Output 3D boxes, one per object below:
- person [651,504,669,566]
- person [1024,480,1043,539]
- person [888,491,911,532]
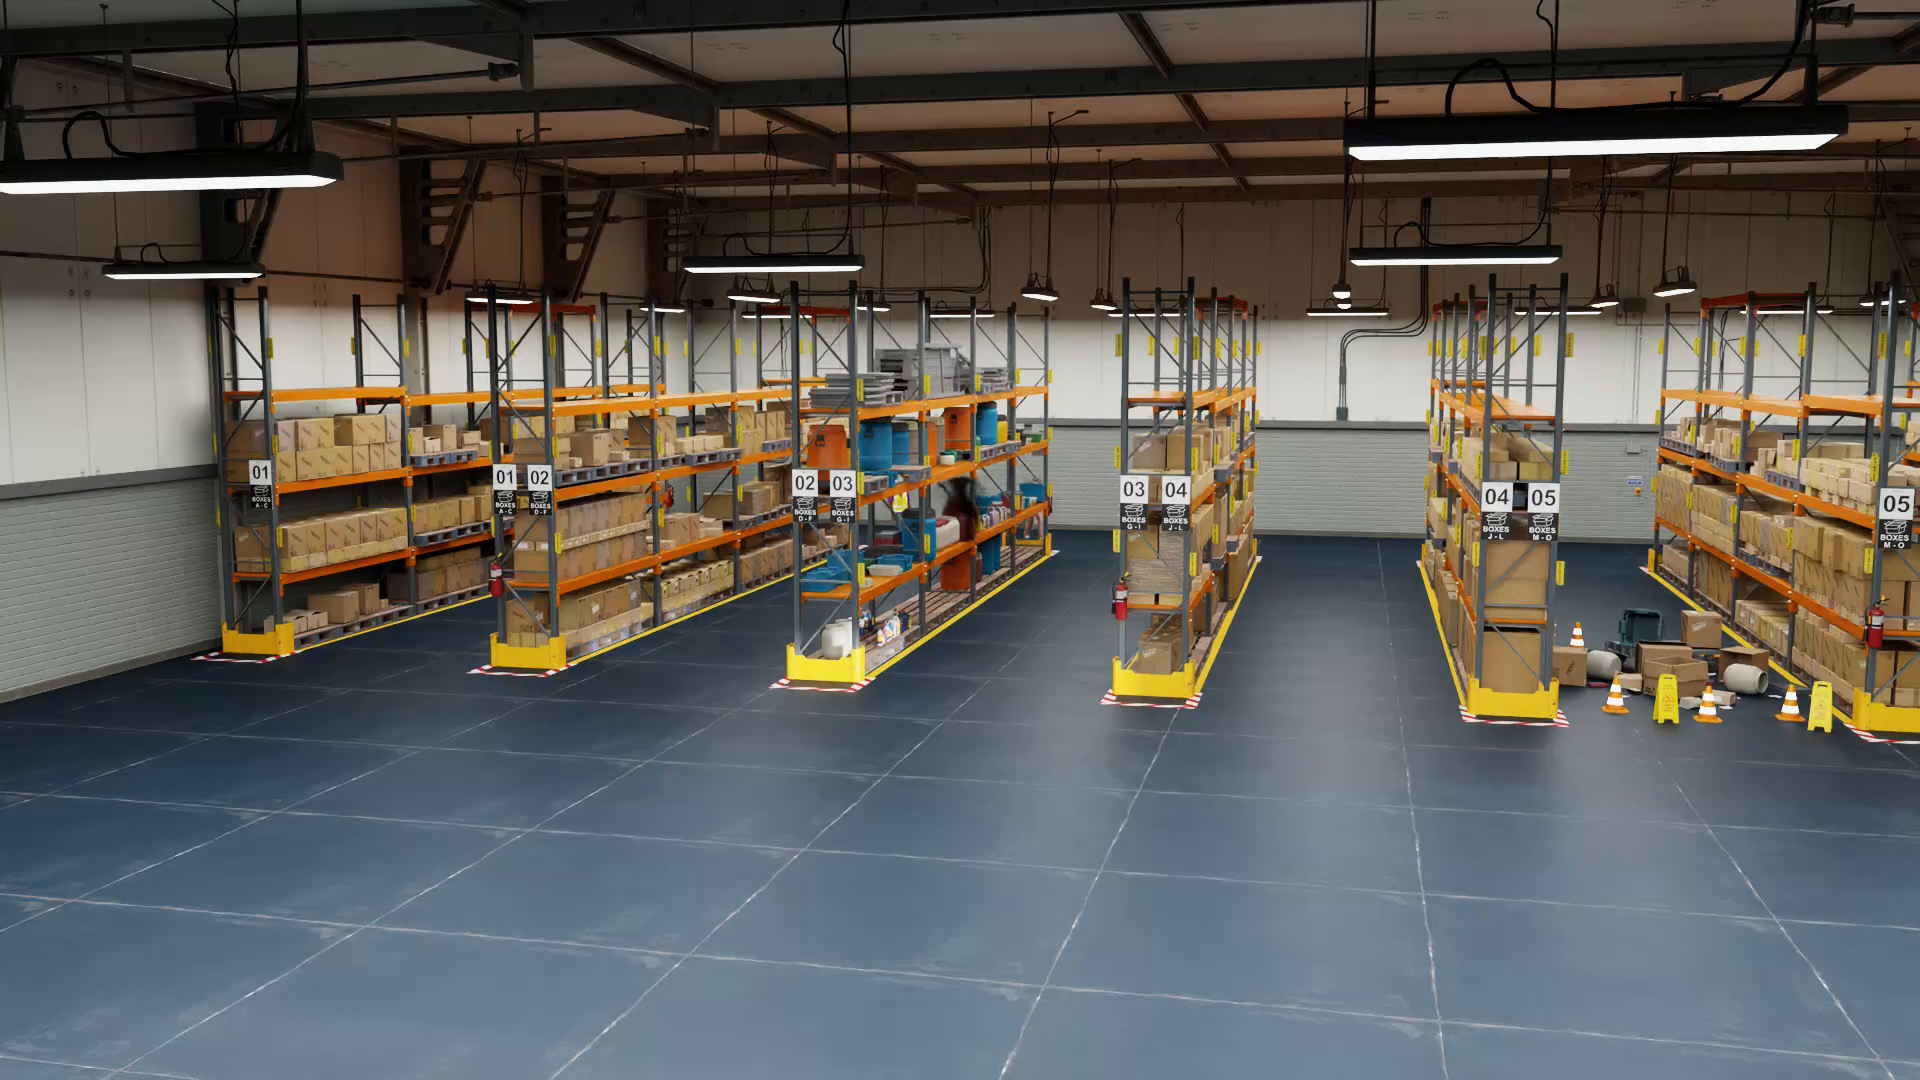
[{"bbox_3d":[-6.535,-0.003,36.556,0.460,1.613,0.584,1,7,12],"label":"person"},{"bbox_3d":[2.031,-0.748,43.235,0.574,1.607,1.018,-3,7,-22],"label":"person"},{"bbox_3d":[-1.471,-0.672,41.689,0.666,1.754,0.509,-3,7,-26],"label":"person"}]
